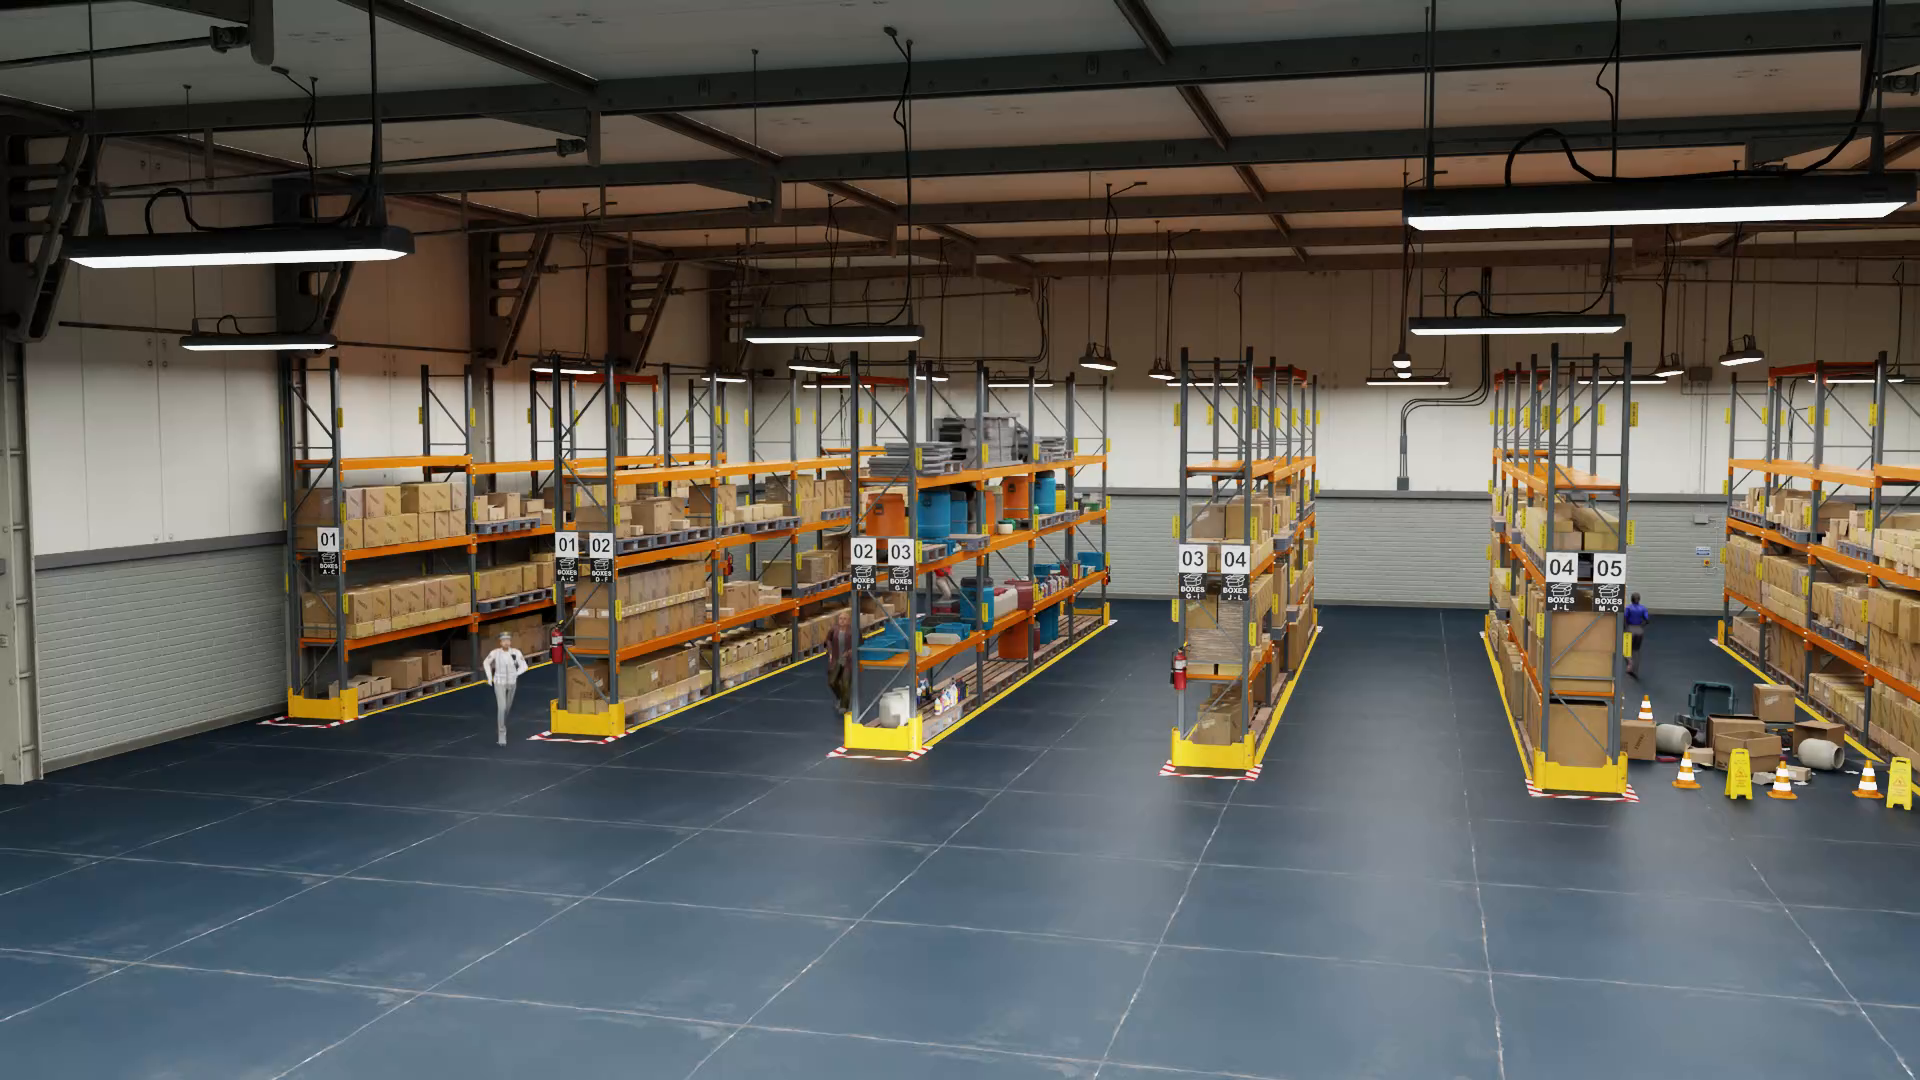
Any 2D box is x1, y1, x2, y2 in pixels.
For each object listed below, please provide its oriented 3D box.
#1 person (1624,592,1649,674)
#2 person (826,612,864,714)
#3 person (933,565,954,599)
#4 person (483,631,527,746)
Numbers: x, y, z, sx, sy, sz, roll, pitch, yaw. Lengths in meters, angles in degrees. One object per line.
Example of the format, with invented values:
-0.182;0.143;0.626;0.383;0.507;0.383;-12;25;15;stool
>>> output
13.143;1.862;32.461;0.547;1.510;0.569;0;4;5;person
-1.966;2.080;27.974;0.712;1.736;0.651;1;4;12;person
-0.399;1.075;42.043;0.845;1.729;0.701;4;6;44;person
-7.042;2.264;25.804;0.619;1.739;0.801;-2;5;-28;person
